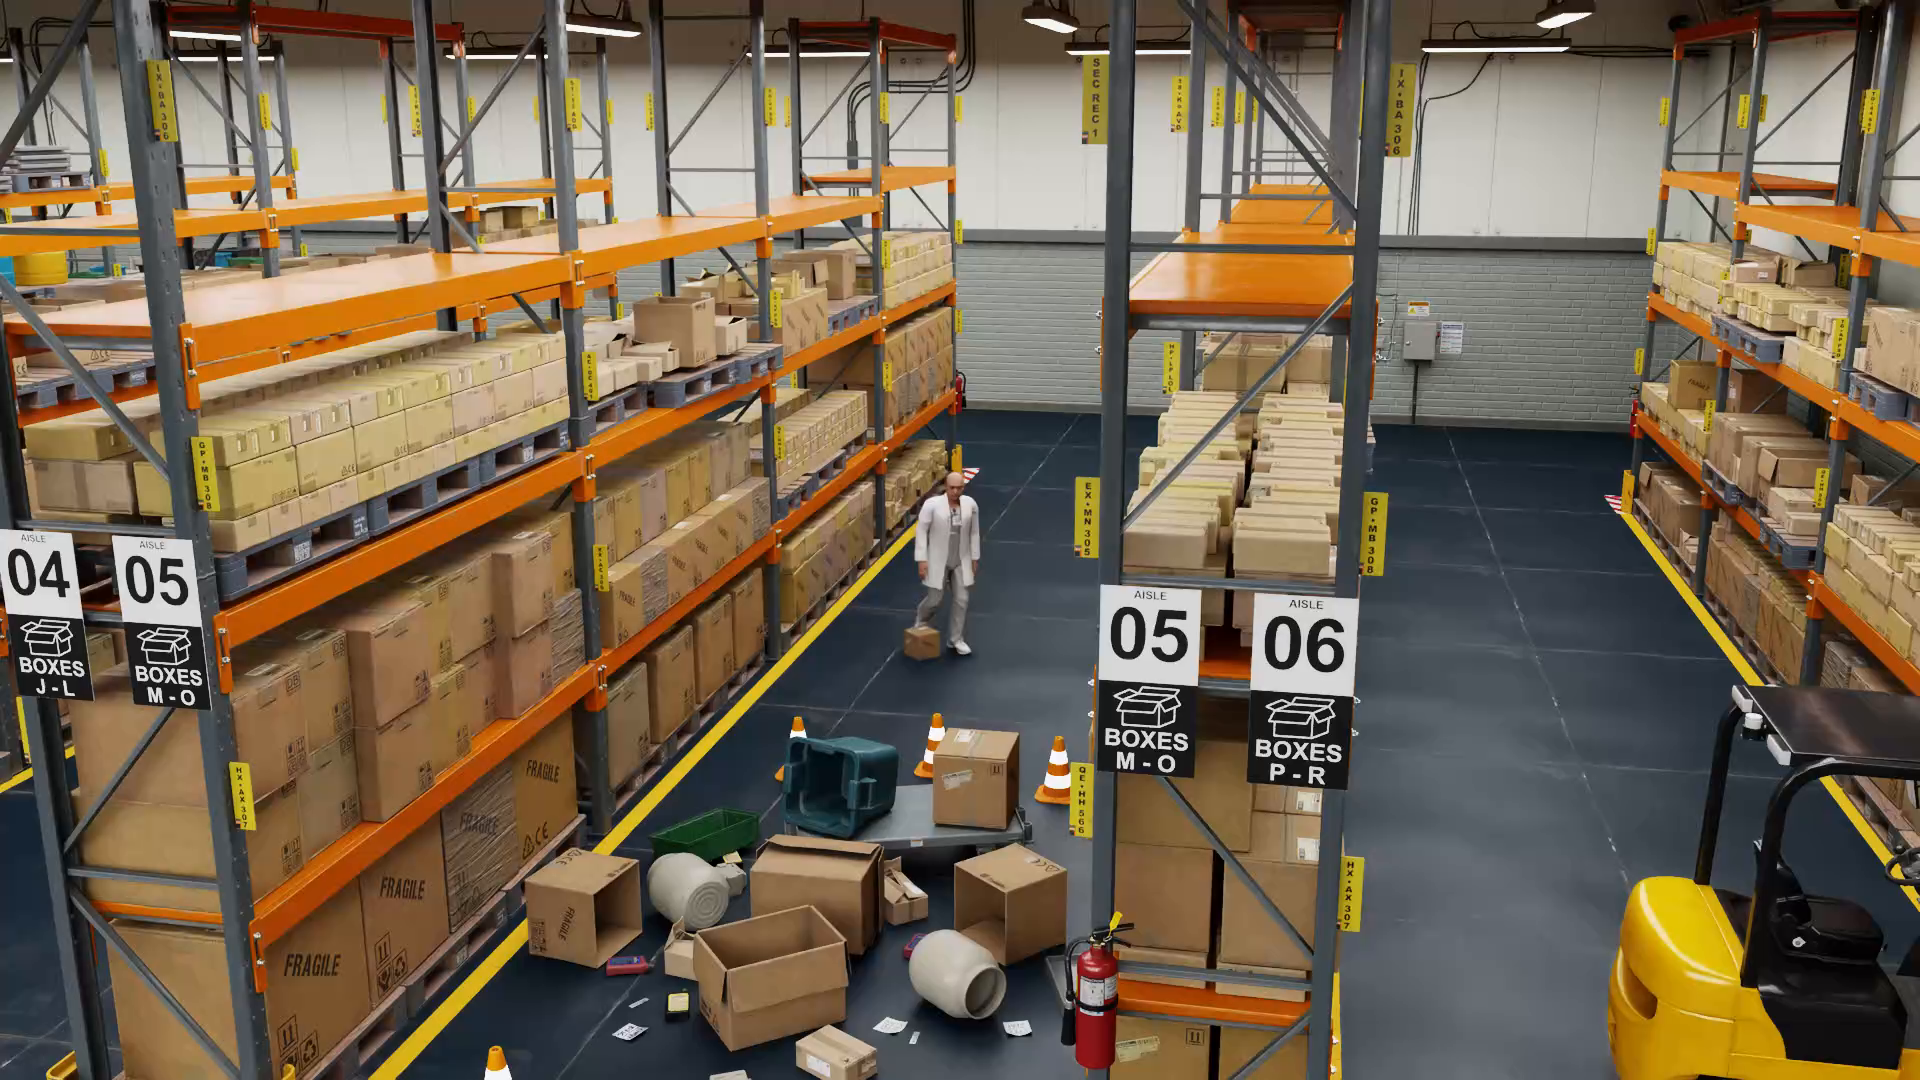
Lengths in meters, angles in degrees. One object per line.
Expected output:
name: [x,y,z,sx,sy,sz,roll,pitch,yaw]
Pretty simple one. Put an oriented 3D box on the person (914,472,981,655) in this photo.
person: [-0.155,0.210,15.782,0.655,1.702,0.701,-5,15,-19]
